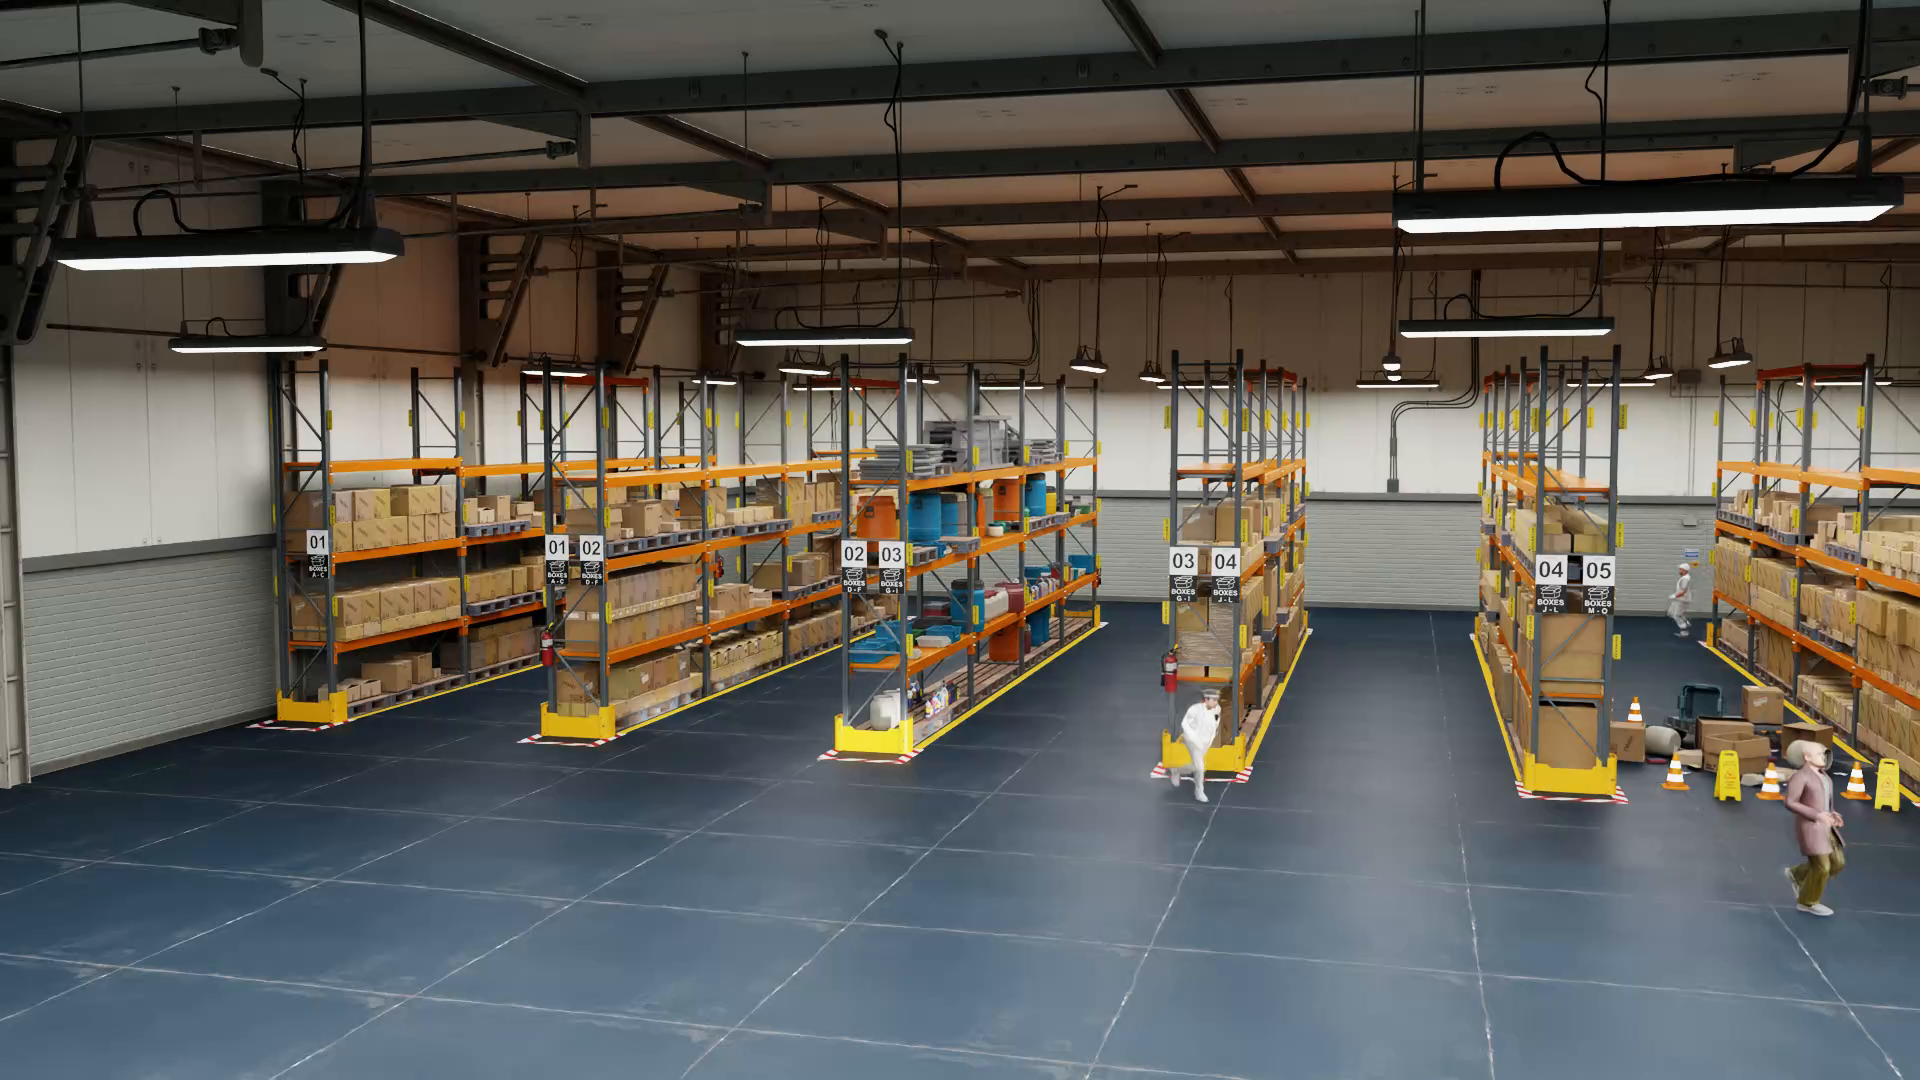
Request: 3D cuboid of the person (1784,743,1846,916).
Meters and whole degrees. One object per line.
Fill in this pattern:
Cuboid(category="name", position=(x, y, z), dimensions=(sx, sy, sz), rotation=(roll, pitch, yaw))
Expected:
Cuboid(category="person", position=(8.664, 2.924, 16.861), dimensions=(0.706, 1.724, 0.648), rotation=(-3, 5, -33))

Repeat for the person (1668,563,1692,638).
Cuboid(category="person", position=(16.591, 1.390, 38.272), dimensions=(0.529, 1.730, 0.715), rotation=(1, 4, 17))

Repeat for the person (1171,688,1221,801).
Cuboid(category="person", position=(3.130, 2.684, 22.043), dimensions=(0.605, 1.539, 0.933), rotation=(-2, 5, -28))
